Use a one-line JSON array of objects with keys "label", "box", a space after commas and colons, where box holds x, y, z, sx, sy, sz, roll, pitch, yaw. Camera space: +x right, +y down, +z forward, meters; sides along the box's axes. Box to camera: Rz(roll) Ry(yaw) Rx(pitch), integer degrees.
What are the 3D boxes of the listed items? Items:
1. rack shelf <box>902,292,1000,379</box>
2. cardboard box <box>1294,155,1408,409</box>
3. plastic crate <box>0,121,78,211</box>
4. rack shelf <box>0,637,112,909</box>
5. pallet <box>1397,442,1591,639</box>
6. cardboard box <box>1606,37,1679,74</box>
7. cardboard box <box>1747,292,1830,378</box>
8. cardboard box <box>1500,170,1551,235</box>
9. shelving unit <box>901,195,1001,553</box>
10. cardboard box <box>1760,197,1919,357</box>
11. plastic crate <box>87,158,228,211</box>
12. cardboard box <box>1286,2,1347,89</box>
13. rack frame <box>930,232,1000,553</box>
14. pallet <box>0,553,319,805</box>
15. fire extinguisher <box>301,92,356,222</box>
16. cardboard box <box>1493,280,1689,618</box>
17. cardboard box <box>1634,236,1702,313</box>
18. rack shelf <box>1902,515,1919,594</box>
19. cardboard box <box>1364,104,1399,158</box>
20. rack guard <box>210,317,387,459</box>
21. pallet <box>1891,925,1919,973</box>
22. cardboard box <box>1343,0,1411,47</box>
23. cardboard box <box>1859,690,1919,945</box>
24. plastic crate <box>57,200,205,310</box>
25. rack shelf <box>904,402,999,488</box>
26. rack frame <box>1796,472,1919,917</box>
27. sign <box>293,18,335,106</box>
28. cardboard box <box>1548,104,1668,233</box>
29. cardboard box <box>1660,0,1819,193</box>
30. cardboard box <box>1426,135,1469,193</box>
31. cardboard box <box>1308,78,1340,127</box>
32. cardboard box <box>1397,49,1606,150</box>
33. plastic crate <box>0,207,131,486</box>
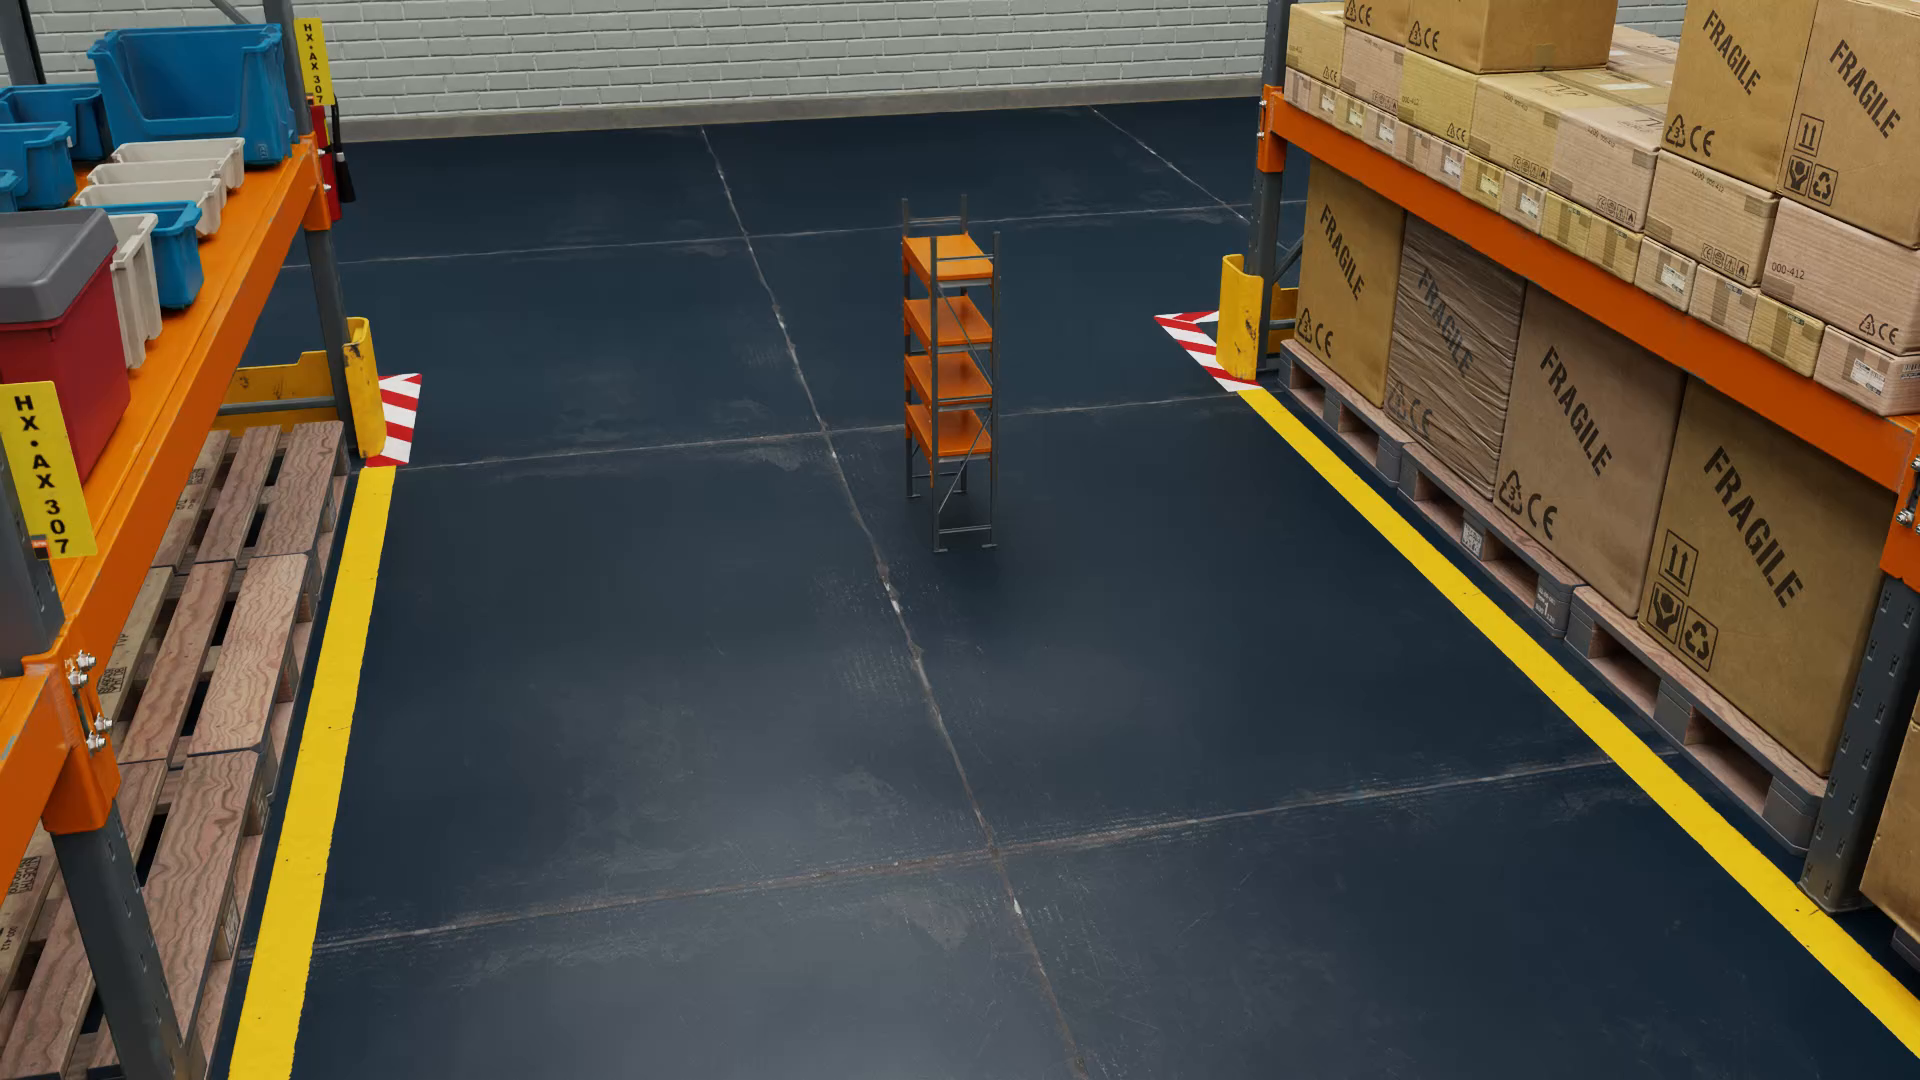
[{"label": "rack shelf", "box": [-0.037, -0.748, 6.053, 0.258, 0.148, 0.480, -6, 27, -12]}, {"label": "cardboard box", "box": [2.046, -1.162, 7.115, 0.875, 0.875, 0.875, -6, 27, -12]}, {"label": "plastic crate", "box": [-3.119, -1.214, 5.445, 0.416, 0.233, 0.300, -6, 27, -12]}, {"label": "rack shelf", "box": [-1.650, 1.263, 1.218, 1.077, 0.370, 4.000, -6, 27, -12]}, {"label": "pallet", "box": [2.351, -0.073, 6.161, 1.003, 0.211, 1.213, -6, 27, -12]}, {"label": "cardboard box", "box": [2.420, -1.629, 5.986, 0.500, 0.250, 0.500, -7, 28, -13]}, {"label": "cardboard box", "box": [2.278, -0.541, 4.272, 0.380, 0.149, 0.250, -5, 27, -11]}, {"label": "cardboard box", "box": [1.991, -1.104, 5.387, 0.380, 0.149, 0.250, -6, 27, -11]}, {"label": "shelving unit", "box": [-0.037, -0.608, 6.124, 0.258, 1.200, 0.503, -6, 27, -12]}, {"label": "cardboard box", "box": [2.370, -0.673, 4.090, 0.500, 0.250, 0.500, -6, 27, -13]}, {"label": "plastic crate", "box": [-2.591, -1.133, 5.393, 0.396, 0.136, 0.243, -6, 27, -12]}, {"label": "cardboard box", "box": [1.668, -2.023, 6.766, 0.500, 0.250, 0.500, -7, 28, -13]}, {"label": "rack frame", "box": [0.018, -0.501, 5.911, 0.240, 1.200, 0.015, -6, 27, -12]}, {"label": "pallet", "box": [-2.583, 0.453, 5.119, 1.003, 0.211, 1.213, -6, 27, -12]}, {"label": "fire extinguisher", "box": [-2.593, -1.604, 6.599, 0.296, 0.674, 0.183, -6, 27, -12]}, {"label": "cardboard box", "box": [2.451, -0.371, 5.549, 0.875, 0.875, 0.875, -6, 27, -12]}, {"label": "cardboard box", "box": [2.163, -0.767, 4.719, 0.380, 0.149, 0.250, -5, 27, -11]}, {"label": "rack shelf", "box": [3.176, 0.760, 2.214, 1.077, 0.370, 4.000, -6, 27, -12]}, {"label": "cardboard box", "box": [1.759, -1.555, 6.280, 0.380, 0.149, 0.250, -6, 27, -12]}, {"label": "rack guard", "box": [-3.020, -0.586, 6.856, 1.175, 0.500, 0.348, -6, 27, -12]}, {"label": "pallet", "box": [2.972, 1.136, 3.764, 1.003, 0.211, 1.213, -6, 27, -12]}, {"label": "cardboard box", "box": [1.781, -2.139, 6.162, 0.500, 0.500, 0.500, -7, 28, -13]}, {"label": "cardboard box", "box": [2.888, 0.600, 3.623, 1.225, 0.875, 0.875, -6, 27, -11]}, {"label": "plastic crate", "box": [-2.290, -0.769, 4.564, 0.416, 0.233, 0.300, -6, 27, -12]}, {"label": "rack shelf", "box": [-0.037, -0.371, 6.243, 0.258, 0.148, 0.480, -6, 27, -12]}, {"label": "rack frame", "box": [2.725, -0.440, 3.792, 1.000, 3.000, 0.127, -6, 27, -12]}, {"label": "sign", "box": [-2.470, -1.828, 6.362, 0.100, 0.325, 0.005, -6, 27, -12]}, {"label": "cardboard box", "box": [2.135, -1.124, 4.983, 0.500, 0.250, 0.500, -5, 27, -11]}, {"label": "cardboard box", "box": [2.252, -1.235, 4.372, 0.500, 0.500, 0.500, -6, 27, -11]}, {"label": "cardboard box", "box": [1.874, -1.330, 5.835, 0.380, 0.149, 0.250, -6, 27, -12]}, {"label": "cardboard box", "box": [1.641, -1.782, 6.730, 0.380, 0.149, 0.250, -6, 27, -12]}, {"label": "cardboard box", "box": [1.902, -1.575, 5.877, 0.500, 0.250, 0.500, -7, 28, -13]}, {"label": "plastic crate", "box": [-2.058, -0.409, 3.595, 0.402, 0.464, 0.583, -6, 27, -12]}]
